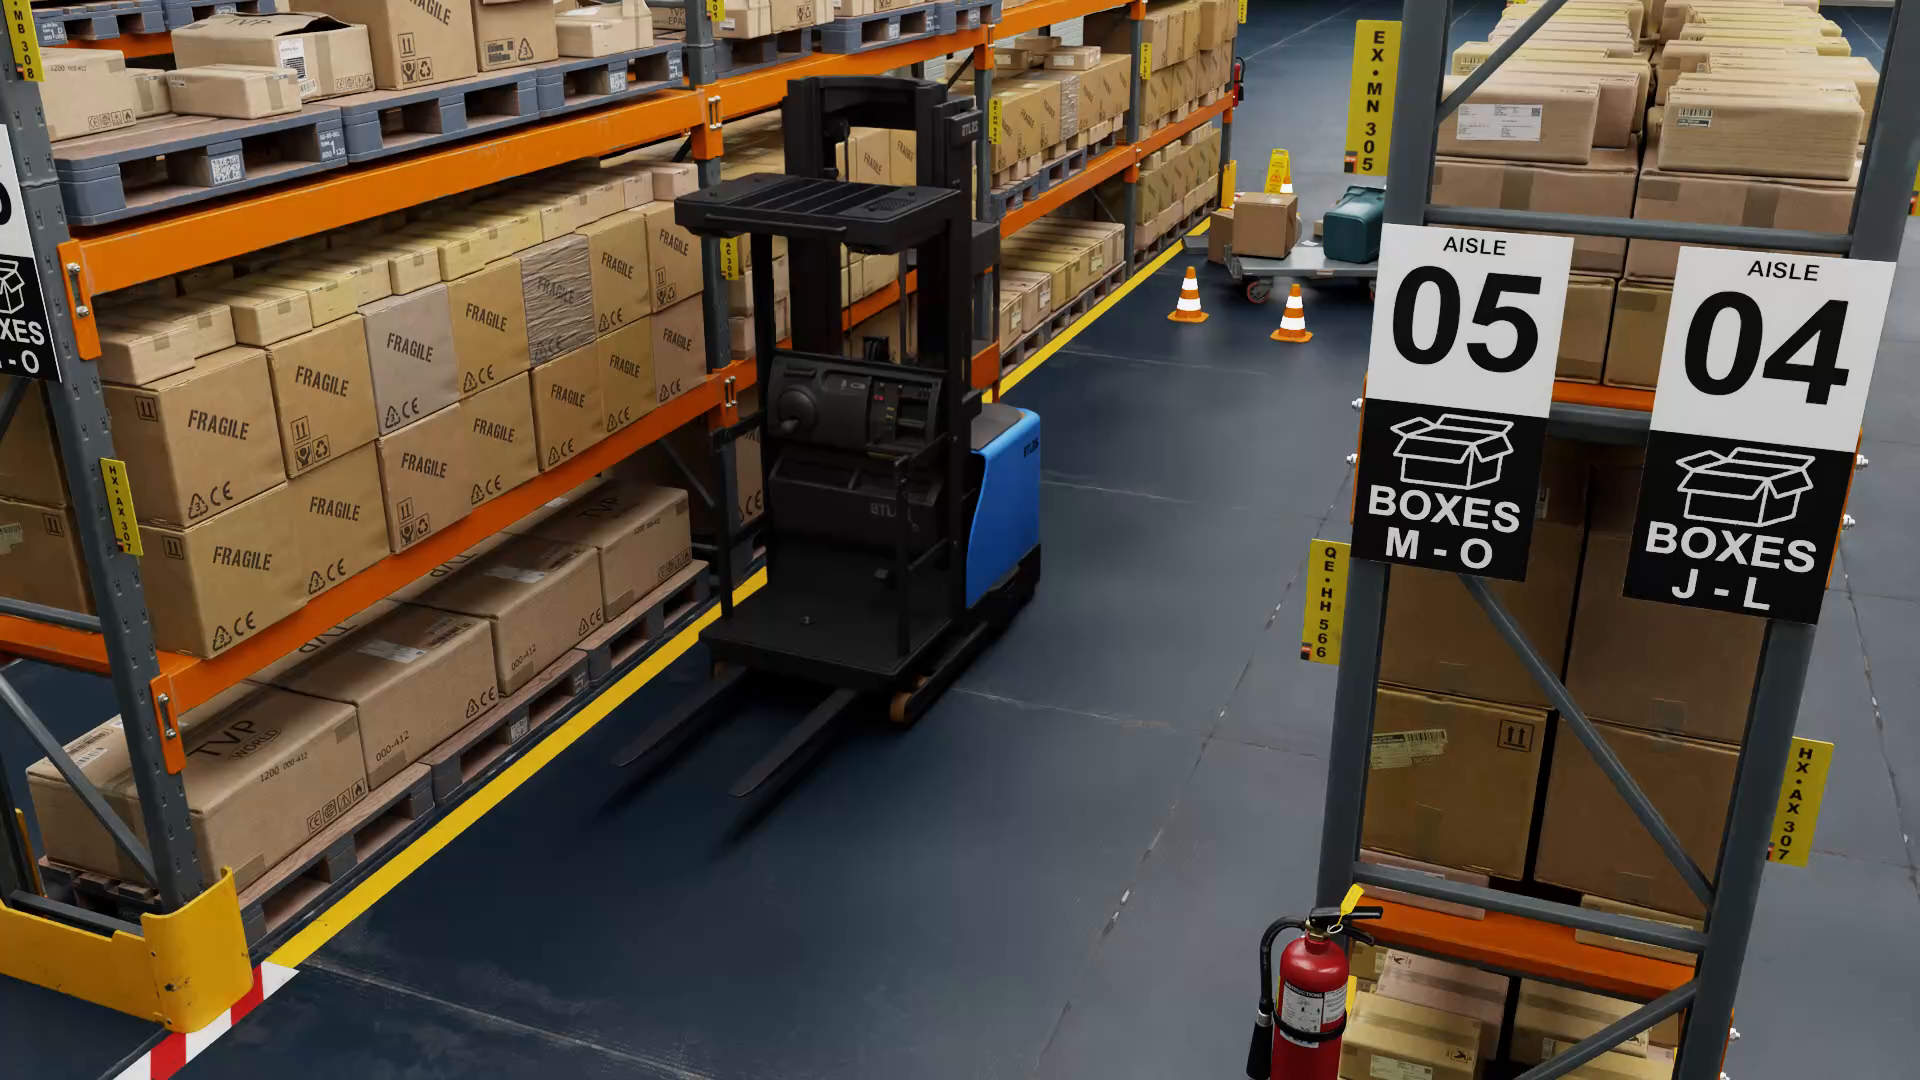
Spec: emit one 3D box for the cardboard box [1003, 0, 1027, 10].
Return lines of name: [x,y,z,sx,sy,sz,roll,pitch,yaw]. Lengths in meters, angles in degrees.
cardboard box: [0.105,-4.382,12.827,0.700,0.500,0.500,9,24,20]

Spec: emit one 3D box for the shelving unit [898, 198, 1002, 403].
shelving unit: [-0.052,-0.913,9.711,0.431,2.100,0.503,10,24,22]

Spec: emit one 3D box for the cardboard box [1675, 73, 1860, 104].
cardboard box: [1.848,-0.980,3.841,0.380,0.149,0.250,10,25,22]

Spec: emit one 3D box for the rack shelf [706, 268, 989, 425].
rack shelf: [-0.999,-1.566,11.041,1.077,0.370,4.000,9,24,20]

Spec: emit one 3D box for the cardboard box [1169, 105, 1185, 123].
cardboard box: [2.128,-4.453,17.344,0.380,0.149,0.250,9,24,20]

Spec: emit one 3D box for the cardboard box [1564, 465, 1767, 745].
cardboard box: [1.819,0.154,4.176,0.500,0.500,0.500,9,24,20]

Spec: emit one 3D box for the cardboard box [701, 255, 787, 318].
cardboard box: [-1.317,-1.461,9.402,0.500,0.250,0.500,8,24,19]

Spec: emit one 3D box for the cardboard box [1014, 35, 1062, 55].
cardboard box: [0.726,-4.604,15.478,0.380,0.149,0.250,9,24,20]

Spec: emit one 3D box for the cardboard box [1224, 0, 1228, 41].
cardboard box: [2.533,-5.727,18.257,0.700,0.500,0.500,9,24,21]

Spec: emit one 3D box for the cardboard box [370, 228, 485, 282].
cardboard box: [-2.224,-1.194,6.949,0.380,0.149,0.250,8,24,19]

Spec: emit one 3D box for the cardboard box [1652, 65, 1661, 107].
cardboard box: [2.388,-1.291,5.104,0.500,0.250,0.500,8,24,18]

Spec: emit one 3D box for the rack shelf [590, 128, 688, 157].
rack shelf: [-4.123,-3.707,16.166,1.077,0.370,4.000,9,24,20]

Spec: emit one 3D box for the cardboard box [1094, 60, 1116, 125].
cardboard box: [1.088,-4.047,14.986,0.500,0.500,0.500,9,24,20]

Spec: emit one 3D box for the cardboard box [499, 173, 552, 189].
cardboard box: [-2.237,-1.722,8.212,0.380,0.149,0.250,8,24,19]

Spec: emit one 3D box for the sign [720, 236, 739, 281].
sign: [-1.226,-1.540,8.818,0.100,0.325,0.005,9,24,20]

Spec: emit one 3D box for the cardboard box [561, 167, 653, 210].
cardboard box: [-1.760,-1.755,8.290,0.380,0.149,0.250,9,24,21]

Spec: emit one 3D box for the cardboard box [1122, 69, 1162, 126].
cardboard box: [1.652,-4.346,16.248,0.500,0.500,0.500,9,24,20]

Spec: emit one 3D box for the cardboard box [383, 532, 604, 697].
cardboard box: [-2.407,0.336,8.334,0.875,0.438,0.875,8,24,18]

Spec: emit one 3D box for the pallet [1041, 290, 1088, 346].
pallet: [0.490,-2.042,14.864,1.003,0.211,1.213,9,24,20]

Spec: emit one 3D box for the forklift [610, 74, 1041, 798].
forklift: [-0.611,-0.640,7.979,1.130,2.935,3.031,10,25,22]

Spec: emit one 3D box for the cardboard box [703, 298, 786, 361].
cardboard box: [-1.334,-1.233,9.504,0.500,0.250,0.500,8,24,19]

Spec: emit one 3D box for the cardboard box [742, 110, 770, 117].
cardboard box: [-2.627,-5.071,20.223,0.500,0.250,0.500,9,24,20]

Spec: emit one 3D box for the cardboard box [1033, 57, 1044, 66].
cardboard box: [0.603,-4.116,15.153,0.500,0.500,0.500,9,24,20]

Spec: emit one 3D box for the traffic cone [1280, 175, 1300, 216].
traffic cone: [3.753,-3.968,19.148,0.336,0.463,0.334,9,24,20]

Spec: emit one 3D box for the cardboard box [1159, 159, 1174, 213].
cardboard box: [1.887,-3.682,17.223,0.500,0.500,0.500,10,25,22]

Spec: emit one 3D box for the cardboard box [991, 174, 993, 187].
cardboard box: [0.037,-2.781,12.798,0.380,0.149,0.250,7,24,17]

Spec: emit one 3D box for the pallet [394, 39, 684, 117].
pallet: [-2.056,-2.234,7.931,1.003,0.211,1.213,9,24,20]

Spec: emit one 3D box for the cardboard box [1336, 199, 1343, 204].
cardboard box: [4.413,-3.334,17.578,0.797,0.503,0.637,-7,24,-17]

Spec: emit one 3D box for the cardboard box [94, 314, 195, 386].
cardboard box: [-2.839,-0.645,5.634,0.380,0.149,0.250,9,24,21]

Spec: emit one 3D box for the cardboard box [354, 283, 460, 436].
cardboard box: [-2.416,-0.761,6.753,0.500,0.500,0.500,9,24,20]

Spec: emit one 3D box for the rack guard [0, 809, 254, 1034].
rack guard: [-3.237,1.411,6.223,1.175,0.500,0.348,9,24,20]

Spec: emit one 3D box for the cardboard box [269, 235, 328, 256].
cardboard box: [-2.858,-1.179,6.913,0.380,0.149,0.250,9,24,21]

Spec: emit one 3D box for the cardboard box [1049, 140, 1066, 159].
cardboard box: [0.682,-3.353,14.166,0.380,0.149,0.250,10,25,22]

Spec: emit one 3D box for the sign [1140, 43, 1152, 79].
sign: [1.746,-4.501,15.633,0.100,0.325,0.005,9,24,20]

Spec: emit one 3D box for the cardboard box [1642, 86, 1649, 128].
cardboard box: [1.722,-1.191,4.865,0.500,0.250,0.500,9,24,21]

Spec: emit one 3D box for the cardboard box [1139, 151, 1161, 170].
cardboard box: [1.801,-3.824,16.722,0.380,0.149,0.250,9,24,21]

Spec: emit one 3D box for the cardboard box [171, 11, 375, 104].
cardboard box: [-2.626,-1.862,6.366,0.500,0.311,0.500,9,24,21]

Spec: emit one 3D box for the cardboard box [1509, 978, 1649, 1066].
cardboard box: [1.906,1.514,5.116,0.380,0.149,0.250,9,24,21]

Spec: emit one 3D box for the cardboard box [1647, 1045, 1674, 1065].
cardboard box: [1.993,1.665,5.139,0.380,0.149,0.250,9,24,20]

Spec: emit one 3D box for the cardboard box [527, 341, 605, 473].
cardboard box: [-2.036,-0.659,7.806,0.500,0.500,0.500,8,24,19]

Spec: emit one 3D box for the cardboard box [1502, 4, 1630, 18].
cardboard box: [2.025,-1.707,5.581,0.380,0.149,0.250,10,25,23]

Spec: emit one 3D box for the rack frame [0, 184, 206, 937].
rack frame: [-3.228,0.249,5.762,1.000,3.000,0.127,9,24,20]

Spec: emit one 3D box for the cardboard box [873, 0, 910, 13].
cardboard box: [-0.642,-3.566,10.328,0.500,0.500,0.500,9,24,21]

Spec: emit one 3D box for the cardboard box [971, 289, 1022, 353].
cardboard box: [-0.037,-1.796,13.522,0.950,0.372,0.625,7,24,16]

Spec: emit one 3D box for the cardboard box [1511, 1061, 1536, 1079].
cardboard box: [1.918,1.796,5.212,0.380,0.149,0.250,9,24,20]

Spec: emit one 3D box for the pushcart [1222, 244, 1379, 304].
pushcart: [3.365,-2.527,15.810,1.648,0.377,0.936,1,23,2]

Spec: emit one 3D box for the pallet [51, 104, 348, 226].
pallet: [-2.962,-1.361,5.840,1.003,0.211,1.213,9,24,20]

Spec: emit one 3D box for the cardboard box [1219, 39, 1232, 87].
cardboard box: [2.769,-5.426,18.834,0.500,0.500,0.500,8,24,19]

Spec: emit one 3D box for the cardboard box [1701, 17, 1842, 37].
cardboard box: [2.497,-1.528,5.154,0.380,0.149,0.250,8,24,19]

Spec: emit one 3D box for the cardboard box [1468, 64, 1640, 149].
cardboard box: [1.419,-1.046,4.000,0.380,0.149,0.250,9,24,21]

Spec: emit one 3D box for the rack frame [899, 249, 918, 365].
rack frame: [-0.151,-0.827,9.505,0.400,2.100,0.015,10,24,22]

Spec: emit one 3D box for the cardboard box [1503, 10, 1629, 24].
cardboard box: [1.940,-1.611,5.352,0.380,0.149,0.250,8,24,18]

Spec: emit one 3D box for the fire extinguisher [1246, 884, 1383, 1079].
fire extinguisher: [0.883,1.153,4.181,0.296,0.674,0.183,9,24,20]

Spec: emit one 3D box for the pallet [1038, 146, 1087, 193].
pallet: [0.441,-3.240,14.363,1.003,0.211,1.213,9,24,20]

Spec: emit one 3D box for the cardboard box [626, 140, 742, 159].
cardboard box: [-1.624,-2.072,9.892,0.500,0.500,0.500,9,24,21]

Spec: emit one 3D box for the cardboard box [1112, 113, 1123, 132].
cardboard box: [1.295,-3.899,15.475,0.380,0.149,0.250,9,24,21]

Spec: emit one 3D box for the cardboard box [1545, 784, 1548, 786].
cardboard box: [2.005,0.670,5.079,0.380,0.149,0.250,10,25,23]

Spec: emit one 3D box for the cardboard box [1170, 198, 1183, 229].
cardboard box: [2.082,-3.526,17.821,0.500,0.250,0.500,8,24,19]

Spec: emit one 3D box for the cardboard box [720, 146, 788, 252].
cardboard box: [-1.149,-1.992,9.701,0.500,0.500,0.500,9,24,20]

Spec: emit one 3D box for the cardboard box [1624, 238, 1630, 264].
cardboard box: [2.009,-0.705,4.350,0.500,0.250,0.500,10,25,22]
